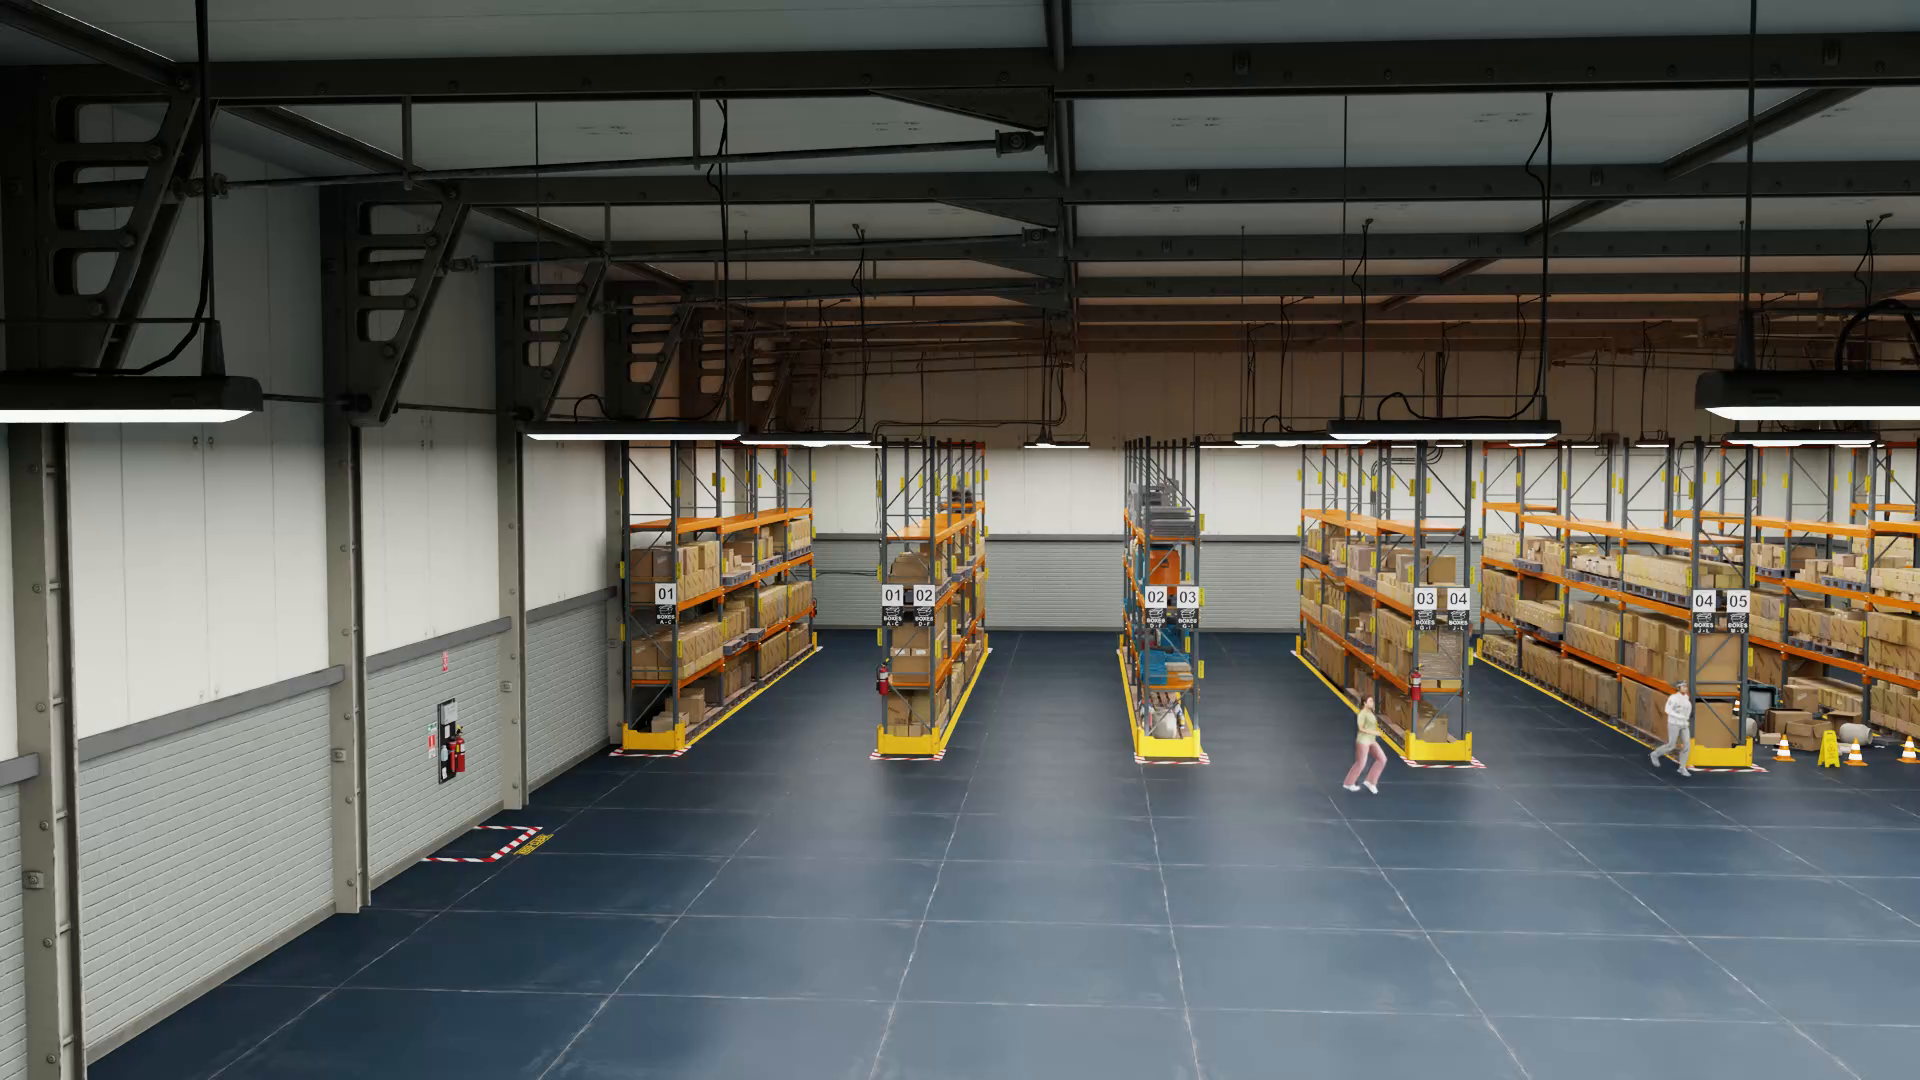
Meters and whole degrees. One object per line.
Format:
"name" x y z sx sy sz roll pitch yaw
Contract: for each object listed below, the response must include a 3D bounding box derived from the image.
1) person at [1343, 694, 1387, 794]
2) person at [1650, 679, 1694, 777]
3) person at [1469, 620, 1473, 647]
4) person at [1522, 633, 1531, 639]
"person" 6.772 3.410 27.798 0.697 1.686 0.534 2 4 39
"person" 12.759 3.306 29.606 0.638 1.703 0.825 -1 3 -25
"person" 12.961 2.619 42.988 0.608 1.701 0.759 1 3 10
"person" 15.972 2.375 47.158 0.620 1.657 0.867 -2 4 -34
